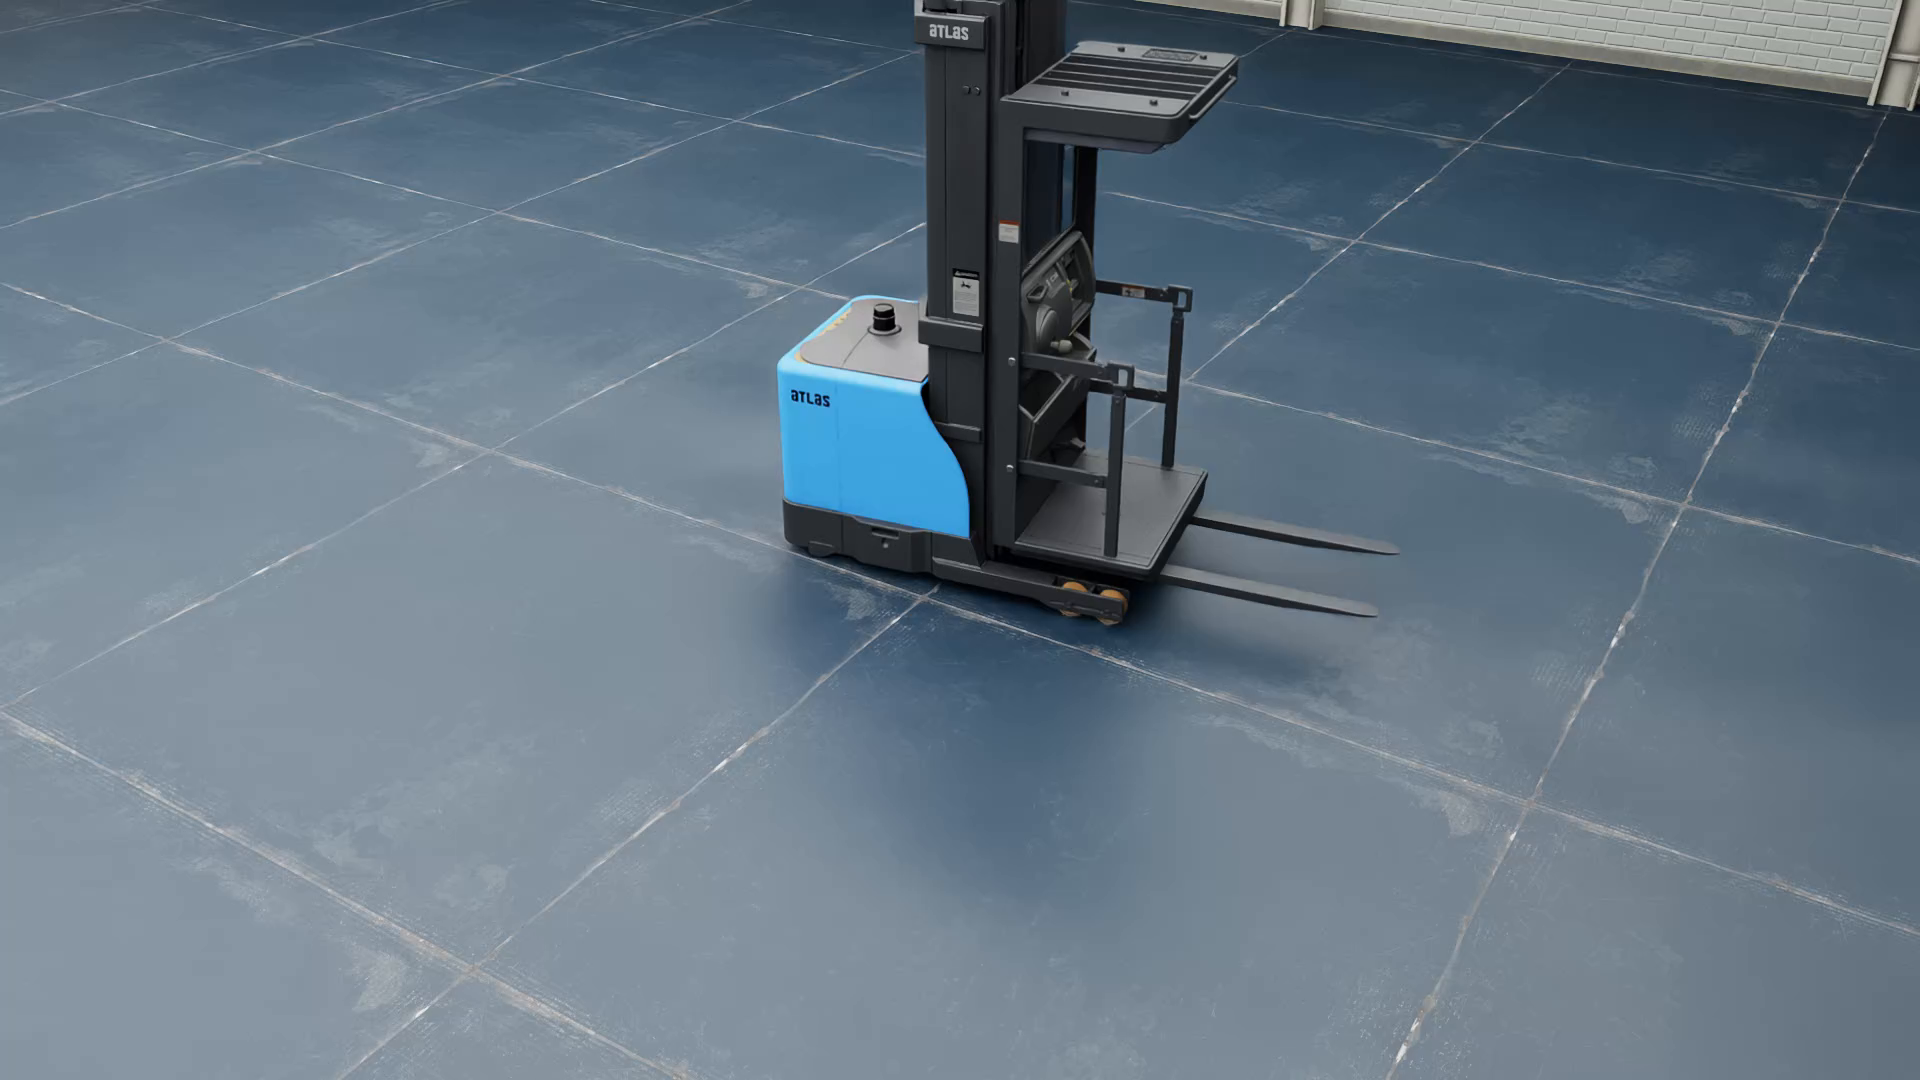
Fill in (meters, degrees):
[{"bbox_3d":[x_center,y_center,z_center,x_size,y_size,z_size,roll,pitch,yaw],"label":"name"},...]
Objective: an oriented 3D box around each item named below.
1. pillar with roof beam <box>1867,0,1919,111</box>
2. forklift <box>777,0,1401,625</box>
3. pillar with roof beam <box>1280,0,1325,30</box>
[{"bbox_3d":[6.620,-6.218,10.479,0.400,9.000,9.100,18,35,27],"label":"pillar with roof beam"},{"bbox_3d":[0.654,-1.160,7.830,3.031,2.935,1.130,11,32,19],"label":"forklift"},{"bbox_3d":[1.538,-7.826,13.234,0.400,9.000,9.100,18,35,27],"label":"pillar with roof beam"}]
